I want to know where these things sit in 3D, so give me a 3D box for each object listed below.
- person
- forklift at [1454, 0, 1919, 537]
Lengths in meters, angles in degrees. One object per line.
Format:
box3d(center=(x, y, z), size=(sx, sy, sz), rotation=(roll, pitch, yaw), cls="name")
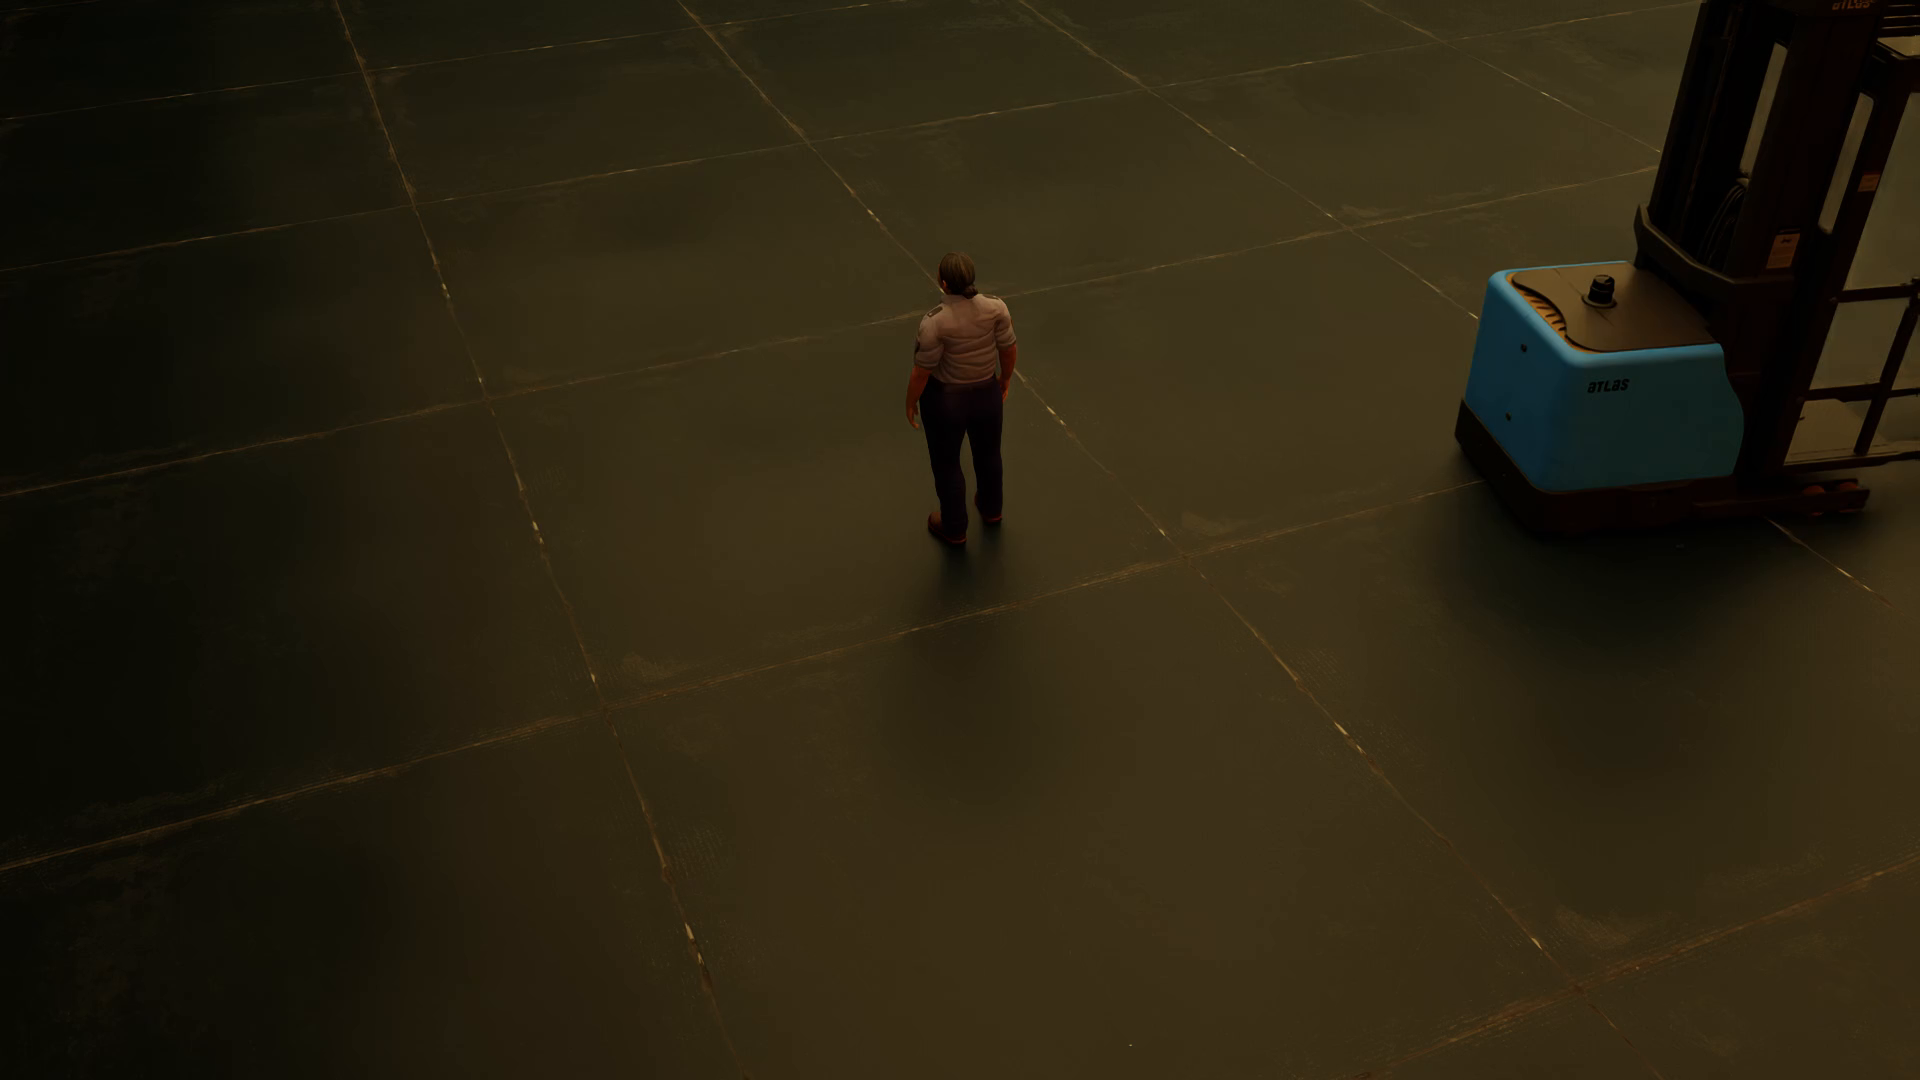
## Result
box3d(center=(-0.014, -0.730, 8.221), size=(0.598, 1.651, 0.502), rotation=(-14, 38, -19), cls="person")
box3d(center=(4.337, -1.613, 8.366), size=(3.031, 2.935, 1.130), rotation=(-6, 36, -8), cls="forklift")
